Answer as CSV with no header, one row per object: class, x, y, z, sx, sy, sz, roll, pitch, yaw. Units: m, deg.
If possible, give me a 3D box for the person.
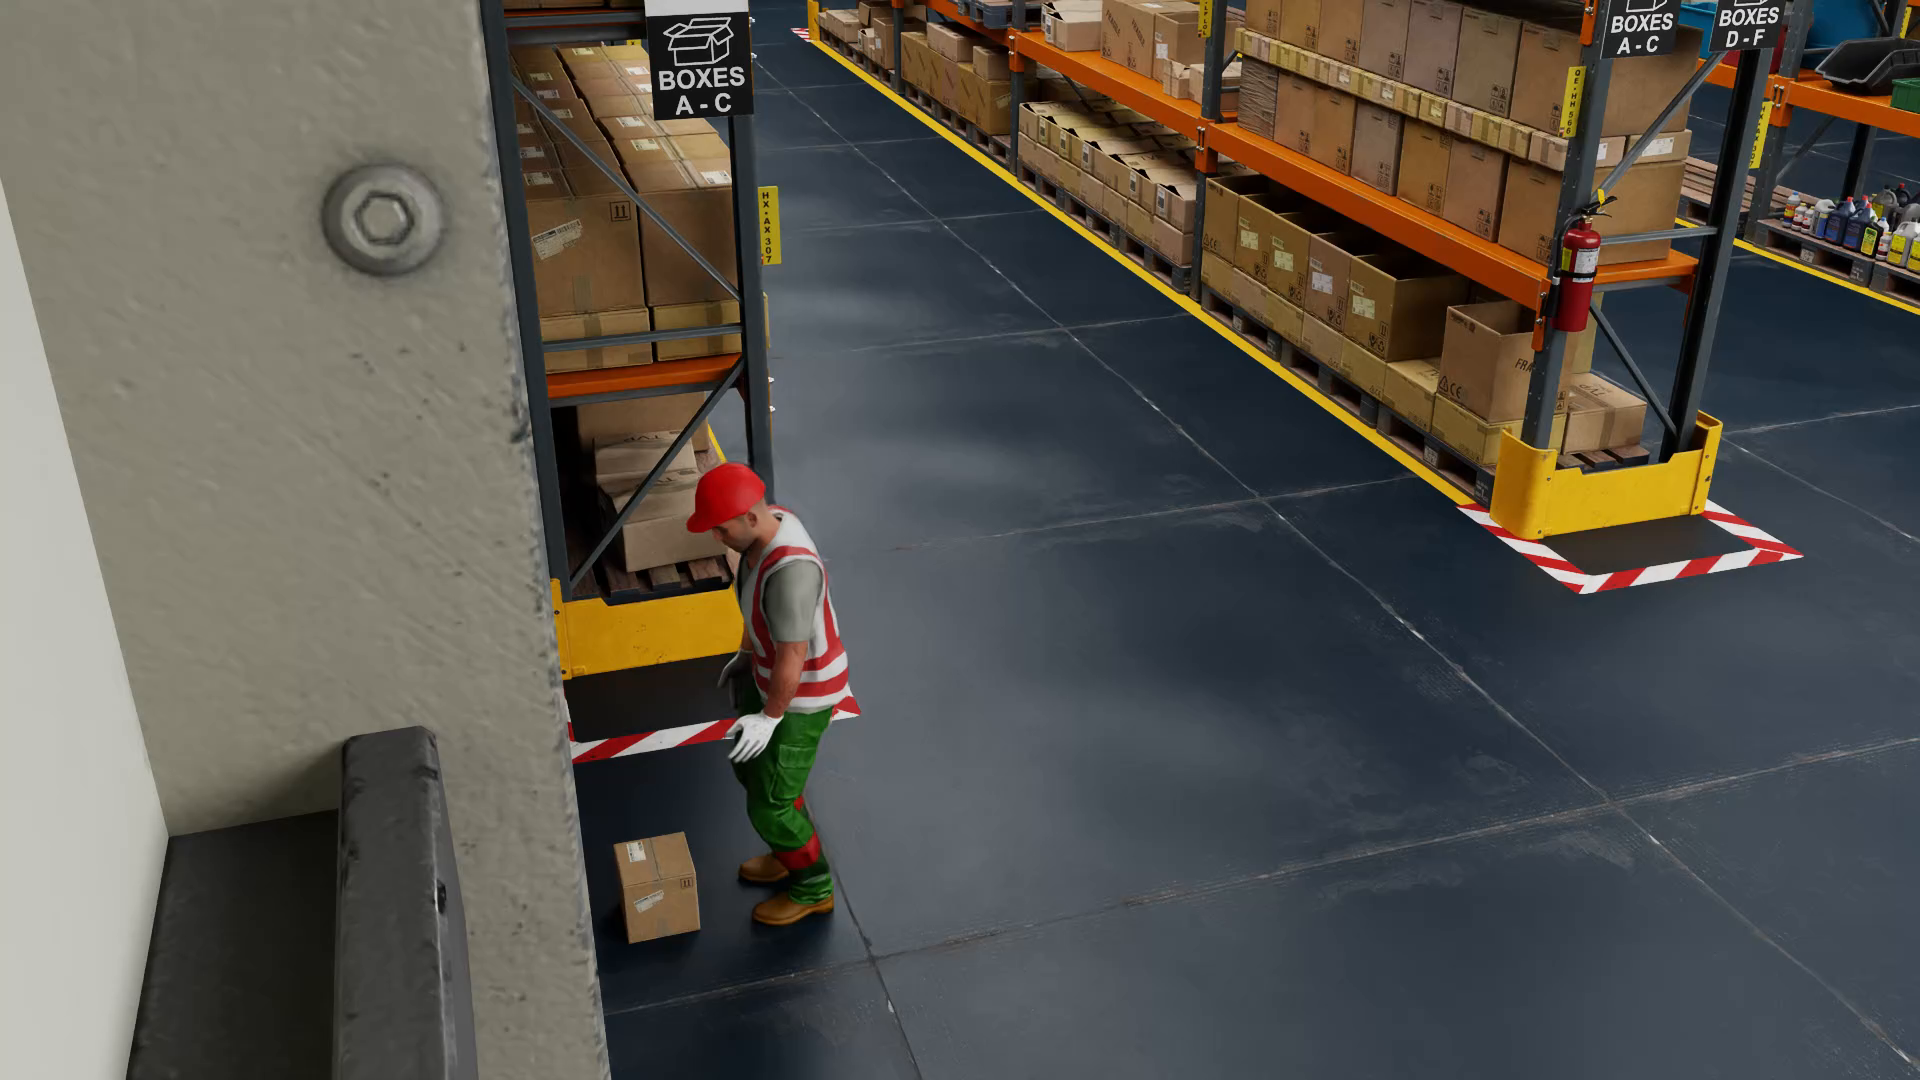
person,-0.628,0.520,5.615,0.496,1.712,0.551,-7,27,-15
